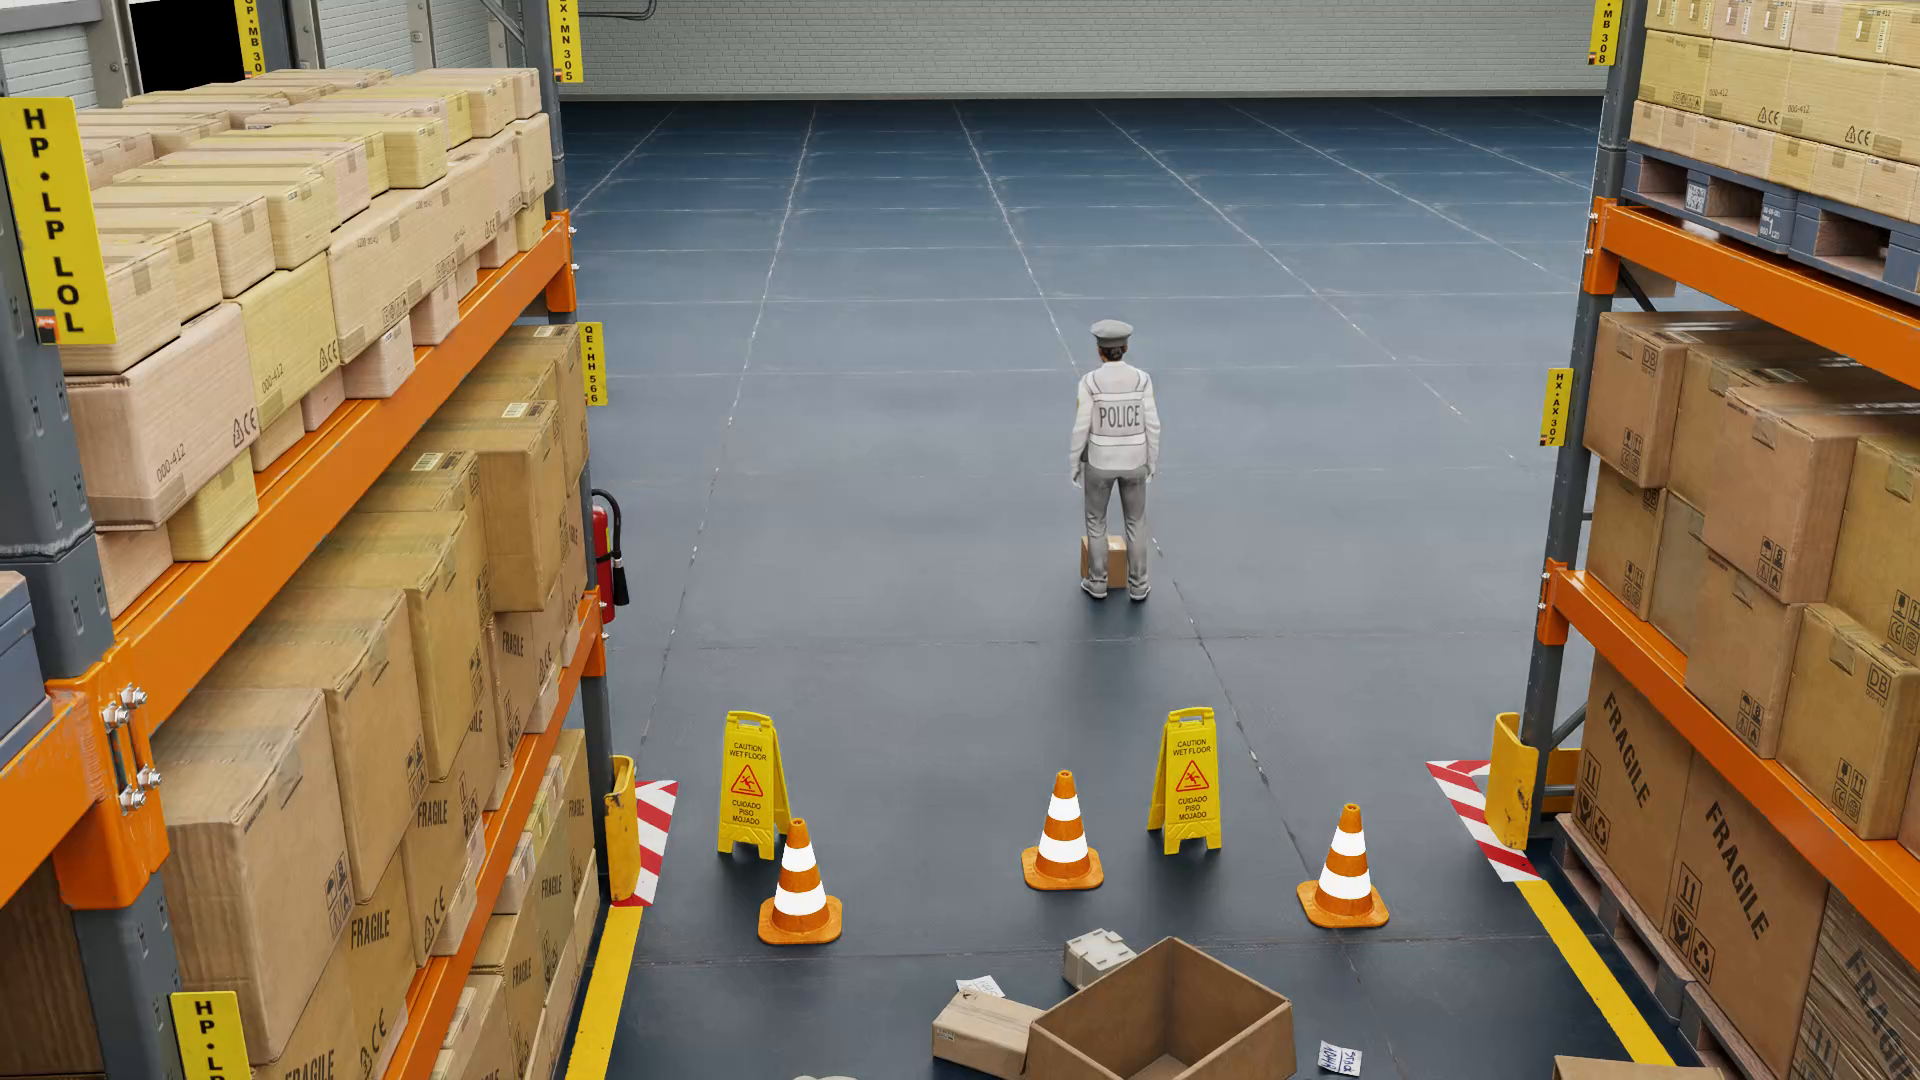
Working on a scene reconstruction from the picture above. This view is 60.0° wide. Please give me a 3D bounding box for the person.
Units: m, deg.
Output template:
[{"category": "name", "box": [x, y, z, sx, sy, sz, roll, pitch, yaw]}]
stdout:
[{"category": "person", "box": [0.899, -0.448, 9.769, 0.541, 1.662, 0.415, -2, 21, -6]}]
